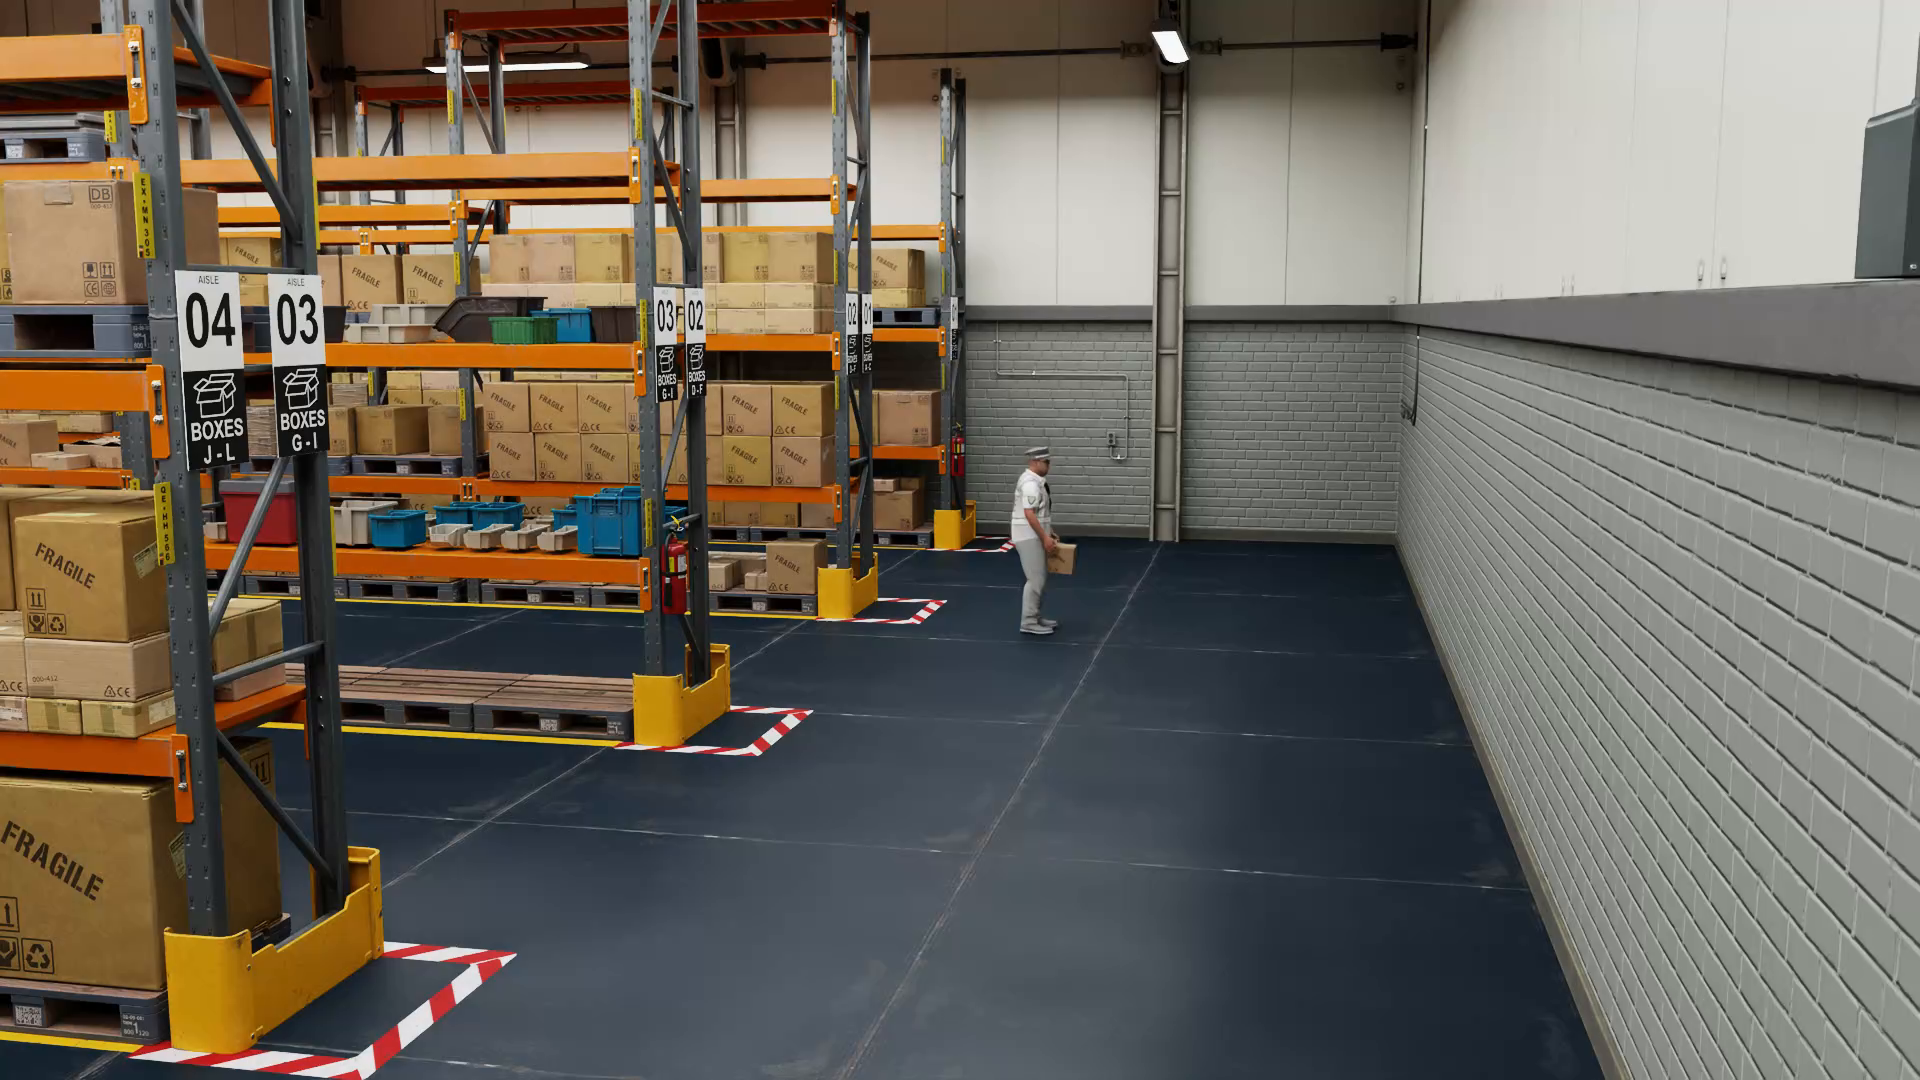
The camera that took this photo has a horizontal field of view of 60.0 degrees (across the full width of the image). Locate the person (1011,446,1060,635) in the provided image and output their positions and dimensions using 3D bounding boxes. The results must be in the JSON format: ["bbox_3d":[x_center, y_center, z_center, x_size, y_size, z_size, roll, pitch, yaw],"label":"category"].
[{"bbox_3d":[0.717,-0.013,15.822,0.444,1.763,0.546,1,8,10],"label":"person"}]
